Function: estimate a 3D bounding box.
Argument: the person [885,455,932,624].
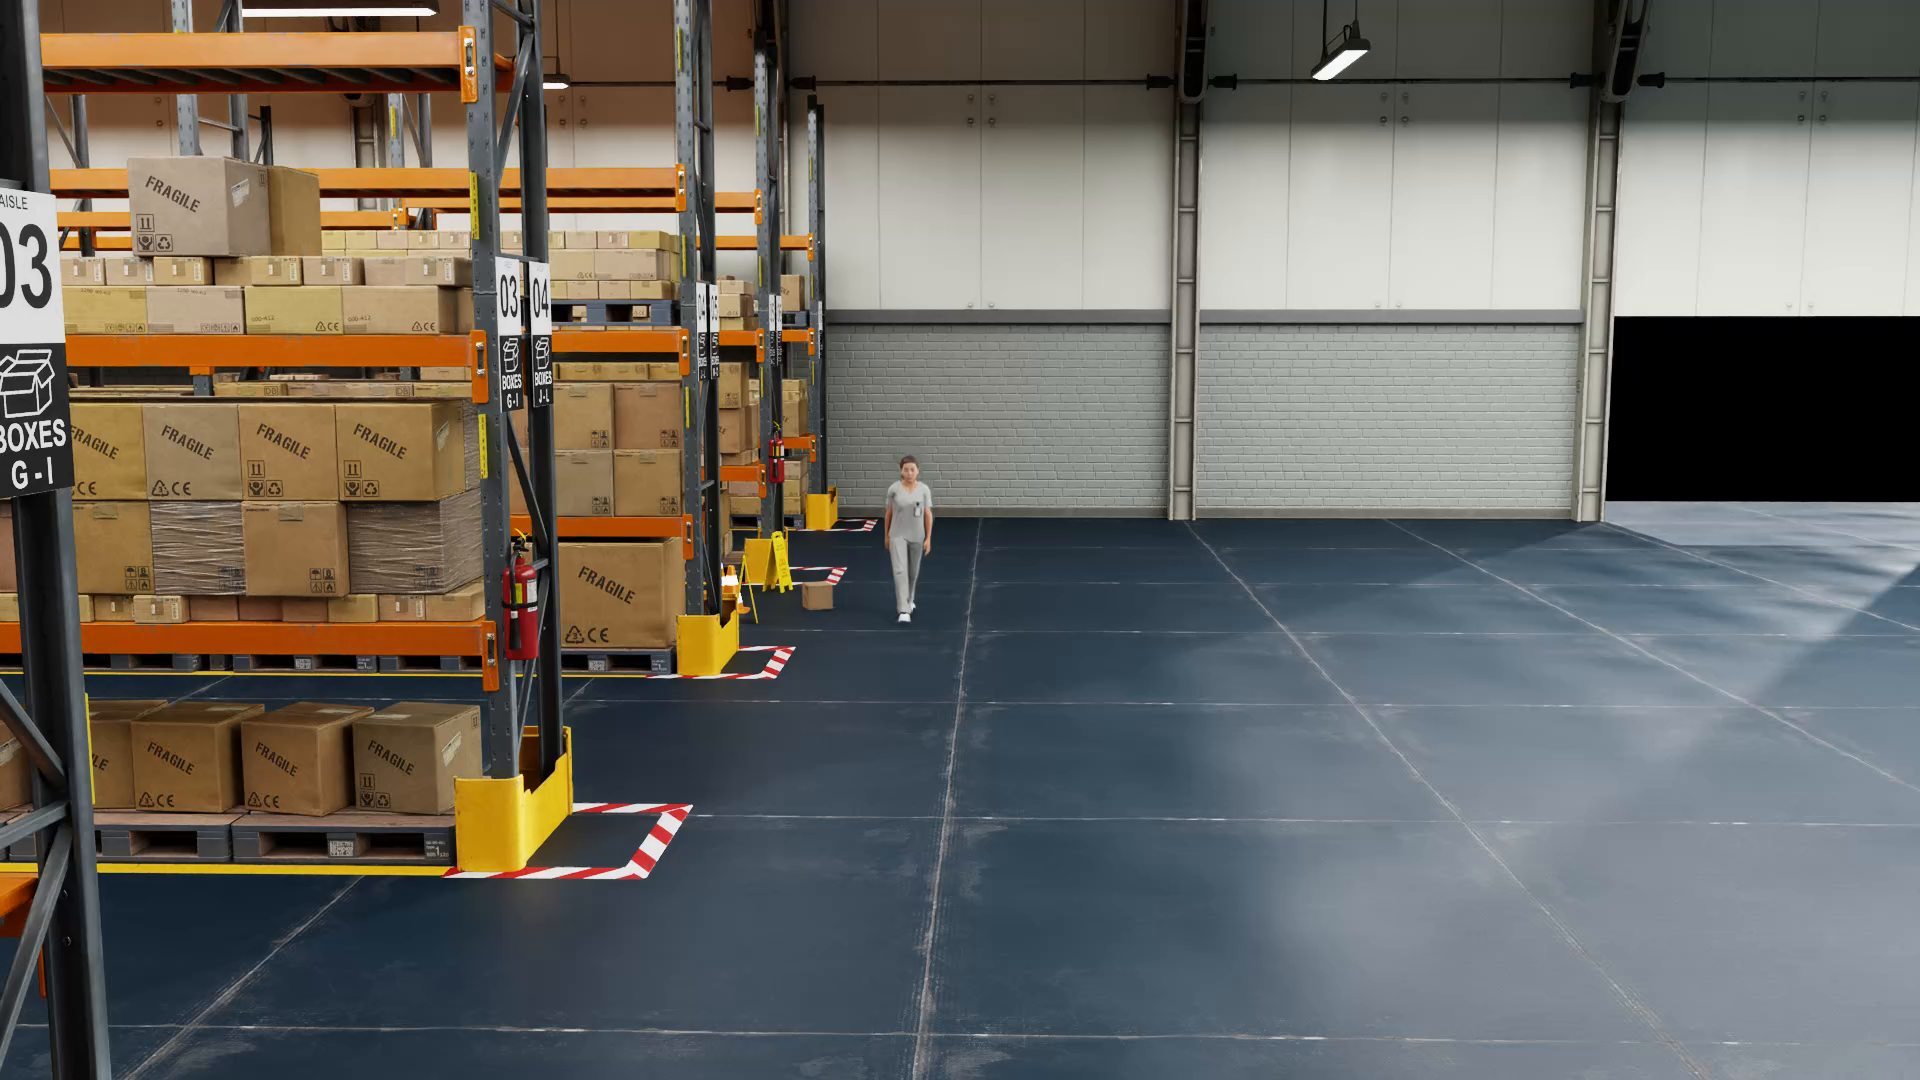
[{"bbox_3d":[-0.491,-0.030,16.137,0.448,1.600,1.097,-2,7,-12],"label":"person"}]
